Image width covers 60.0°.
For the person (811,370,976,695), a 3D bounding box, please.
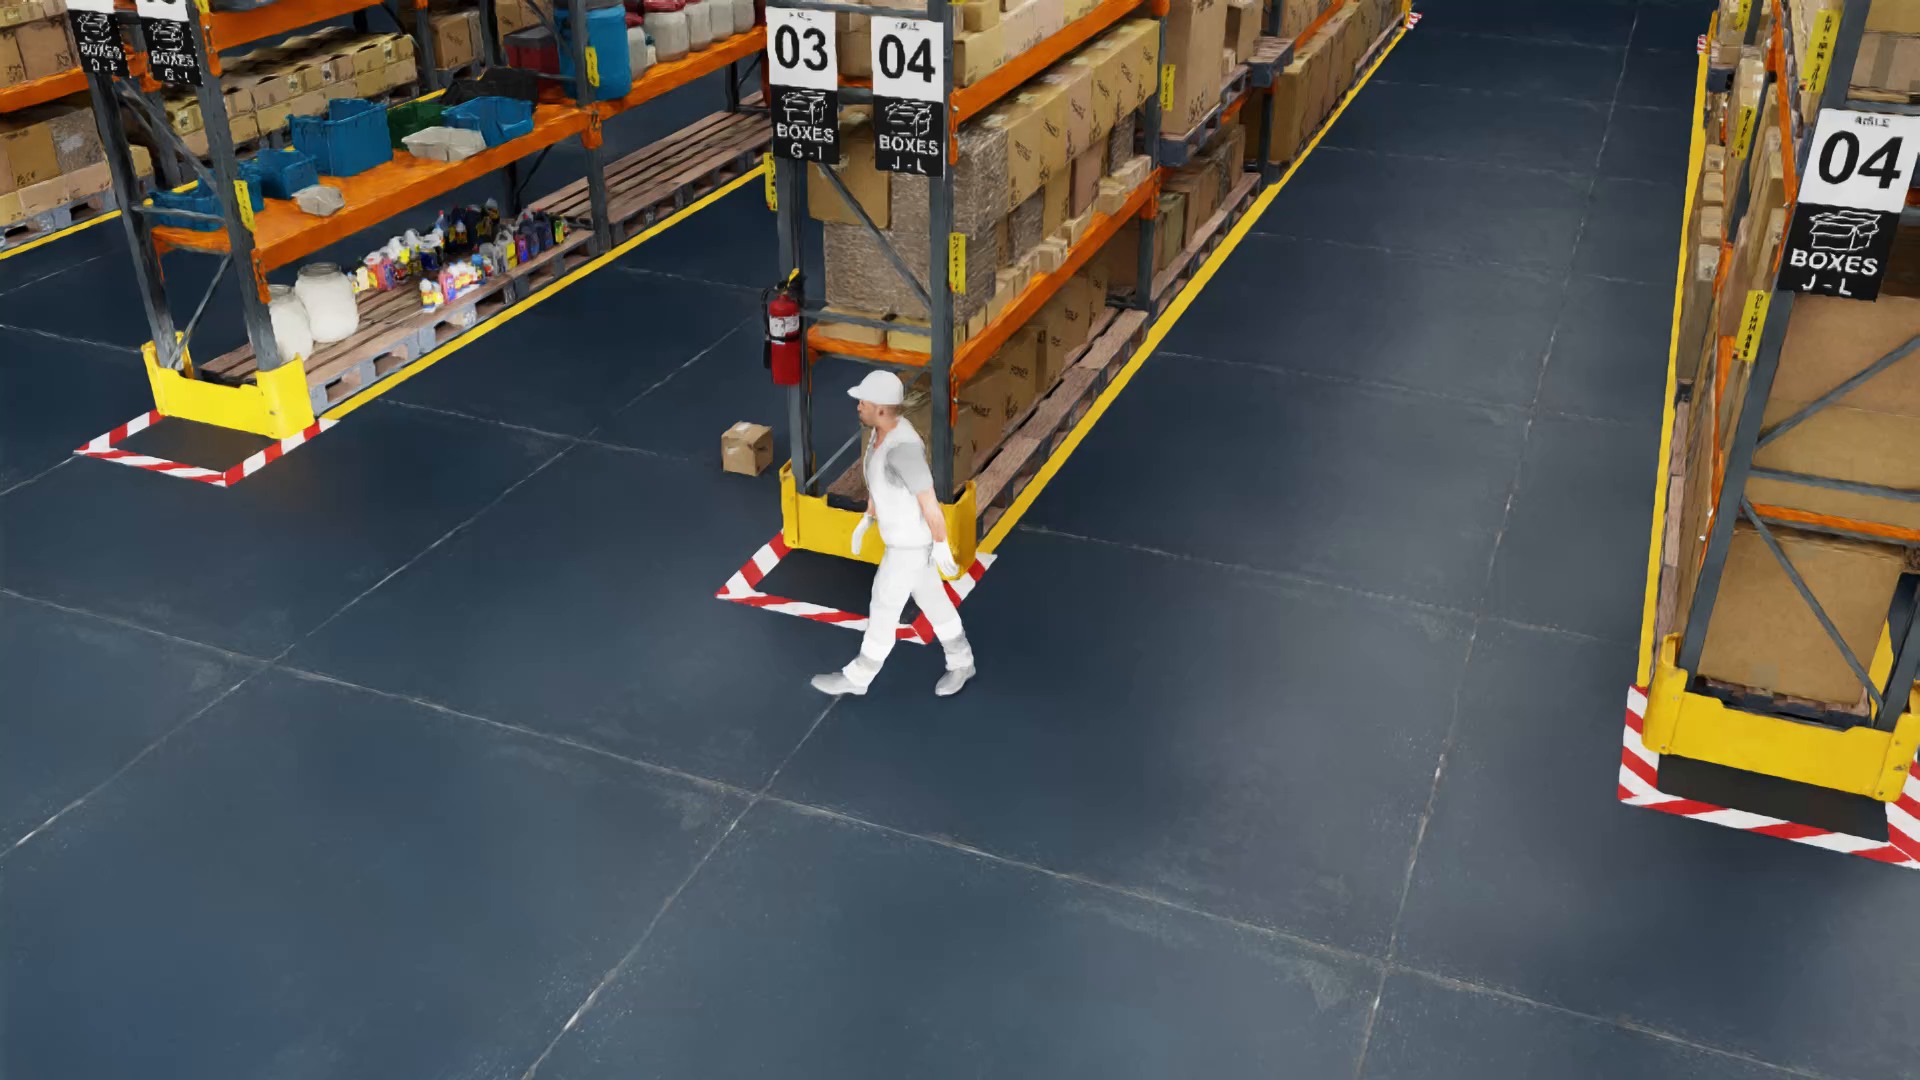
[{"bbox_3d":[-0.353,-0.023,8.419,0.873,1.749,0.563,-3,29,-5],"label":"person"}]
